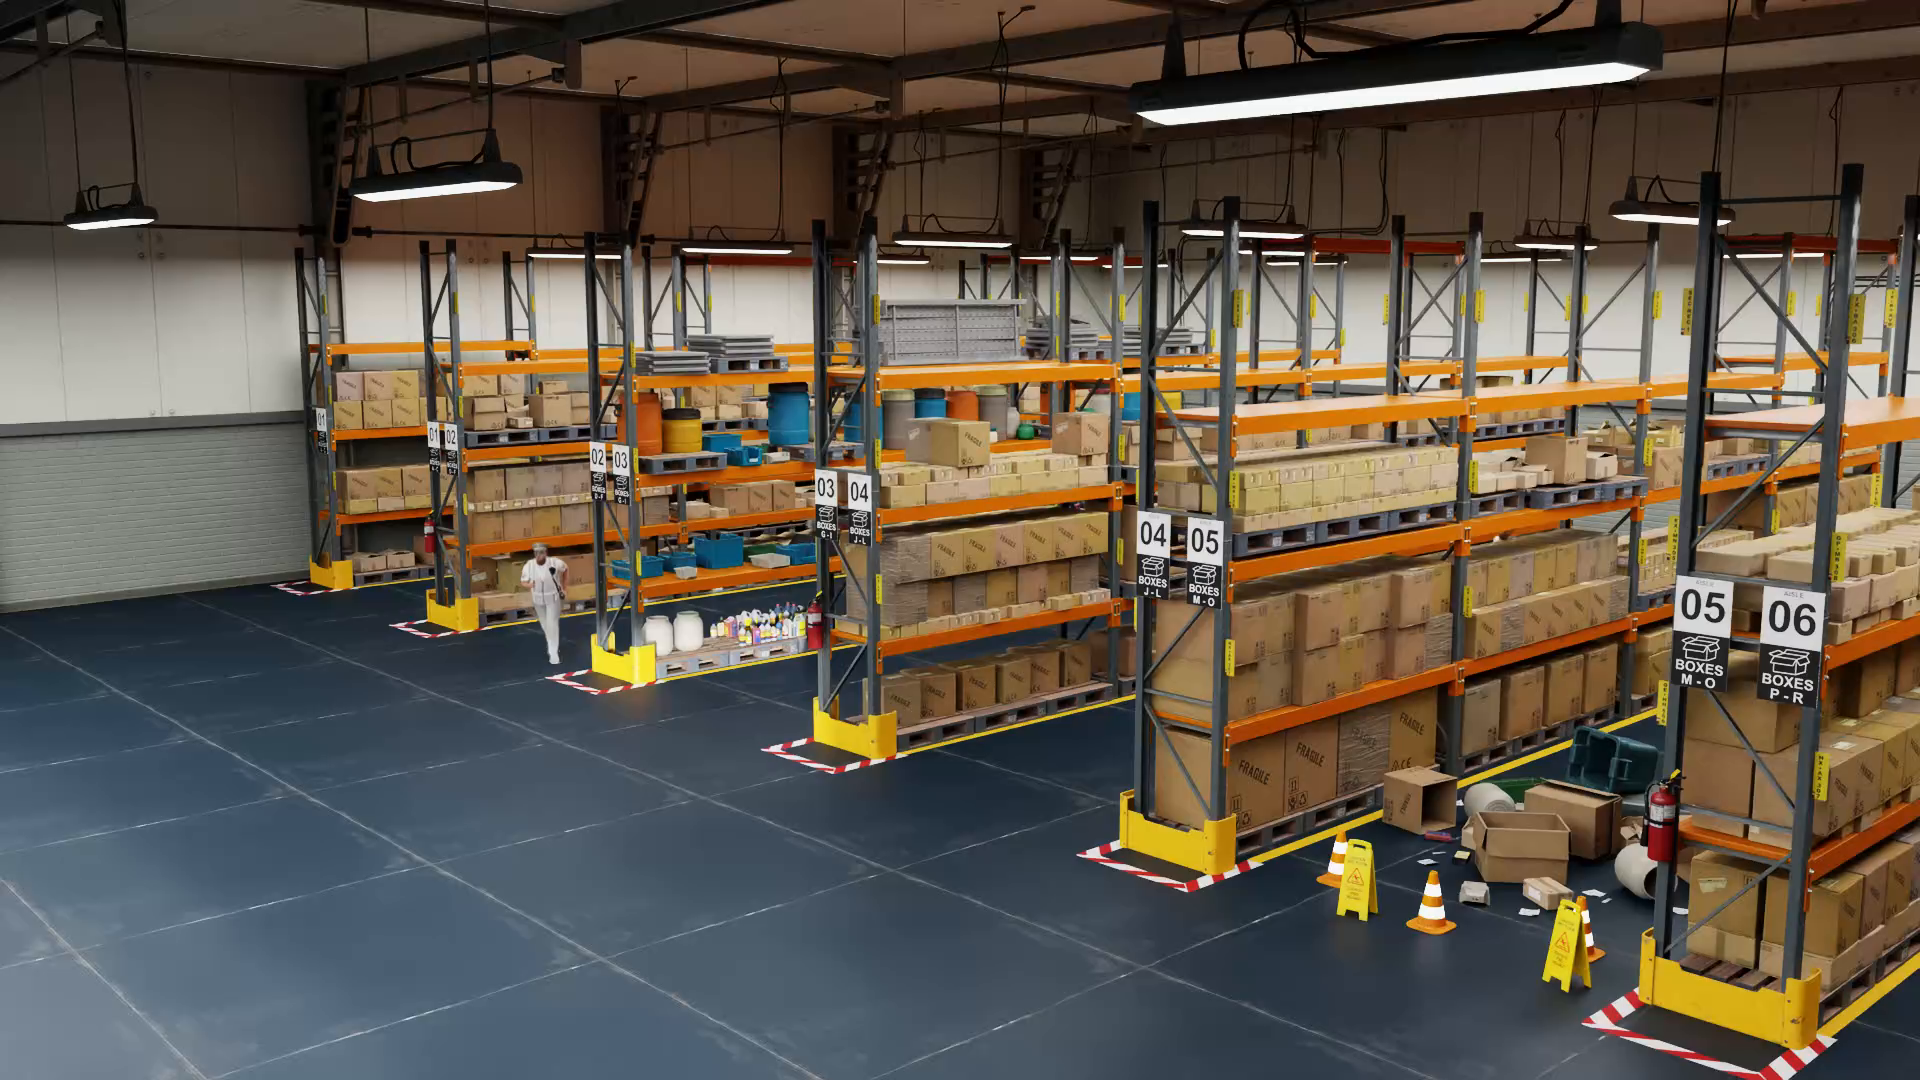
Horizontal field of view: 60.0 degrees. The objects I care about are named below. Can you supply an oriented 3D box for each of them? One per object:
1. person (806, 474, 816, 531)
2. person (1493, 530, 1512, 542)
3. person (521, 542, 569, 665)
[{"bbox_3d":[-2.794,-0.536,33.407,0.610,1.702,0.695,8,12,44],"label":"person"},{"bbox_3d":[8.368,0.545,25.603,0.818,1.722,0.675,-6,10,-35],"label":"person"},{"bbox_3d":[-5.872,0.858,23.600,0.599,1.729,0.994,1,8,4],"label":"person"}]
